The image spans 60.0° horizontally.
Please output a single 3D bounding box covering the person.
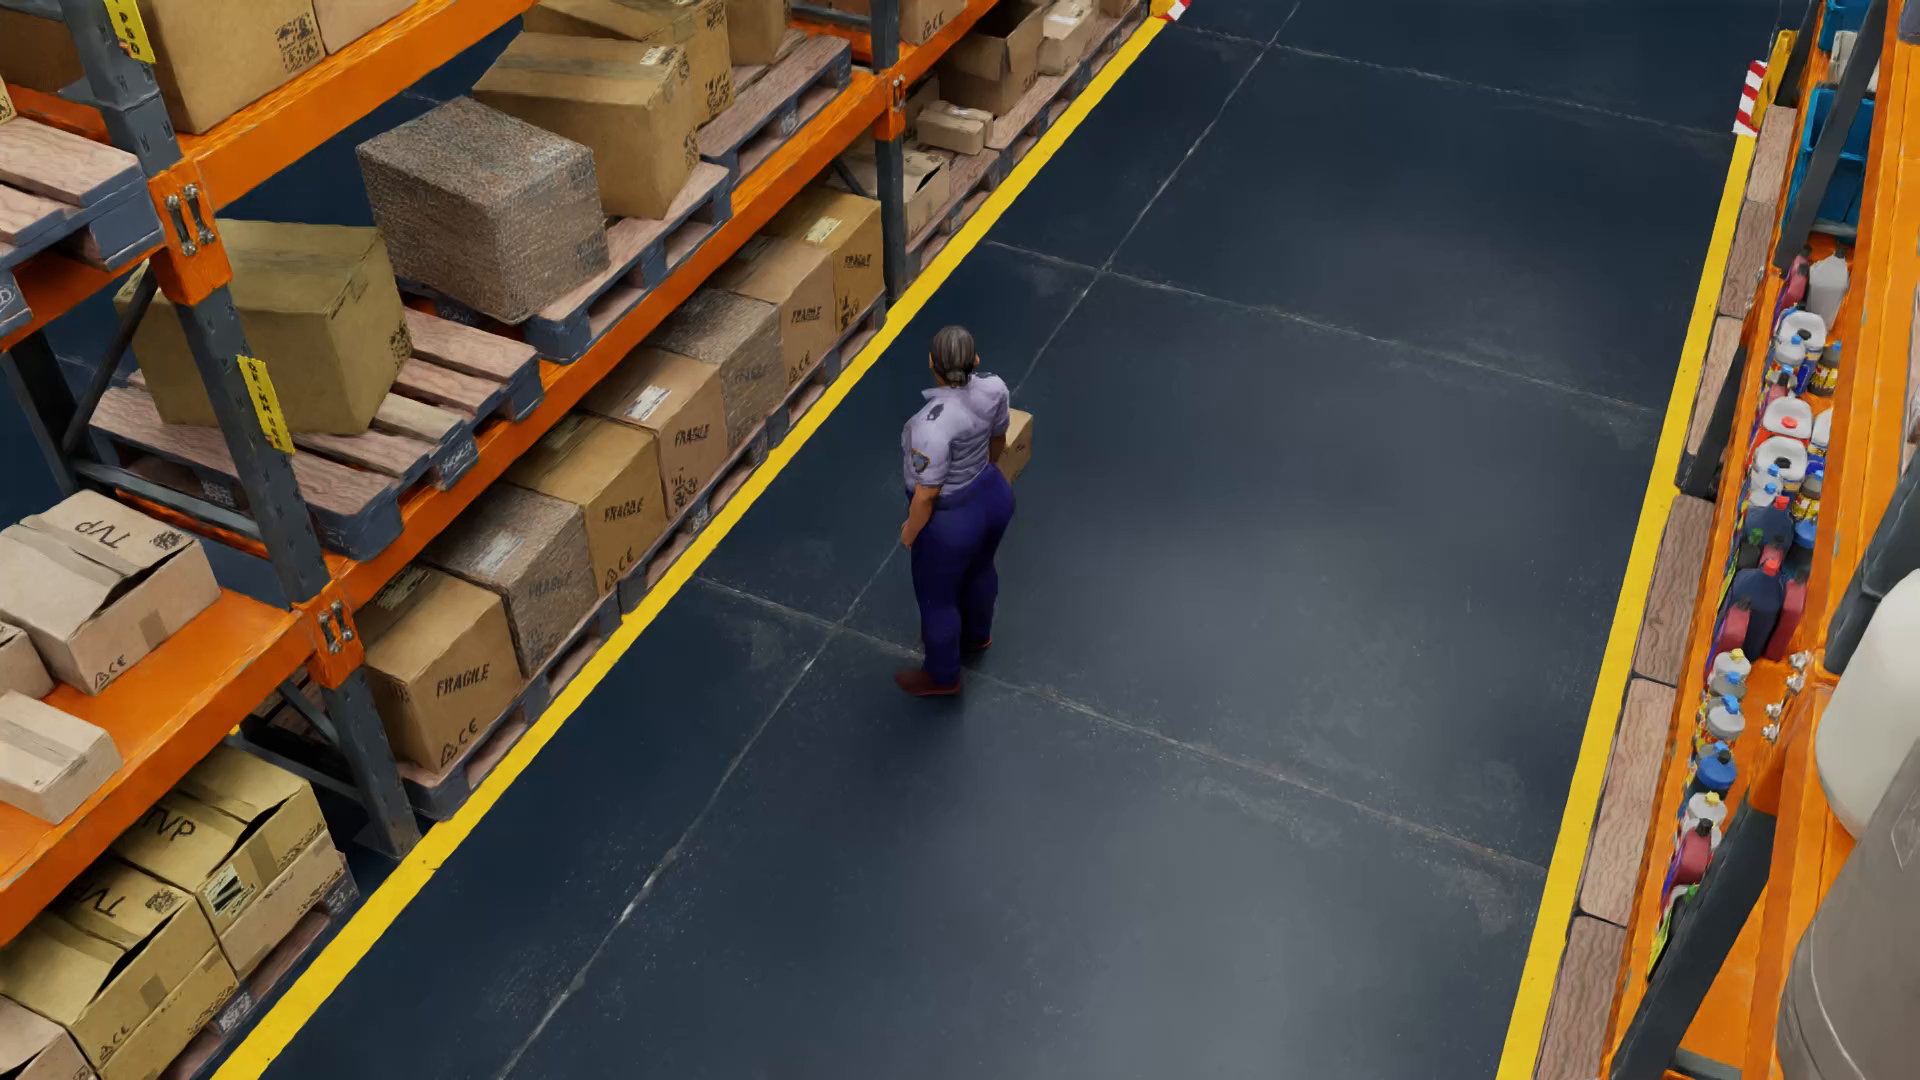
[{"bbox_3d":[-0.032,-0.100,6.277,0.399,1.691,0.529,28,49,27],"label":"person"}]
